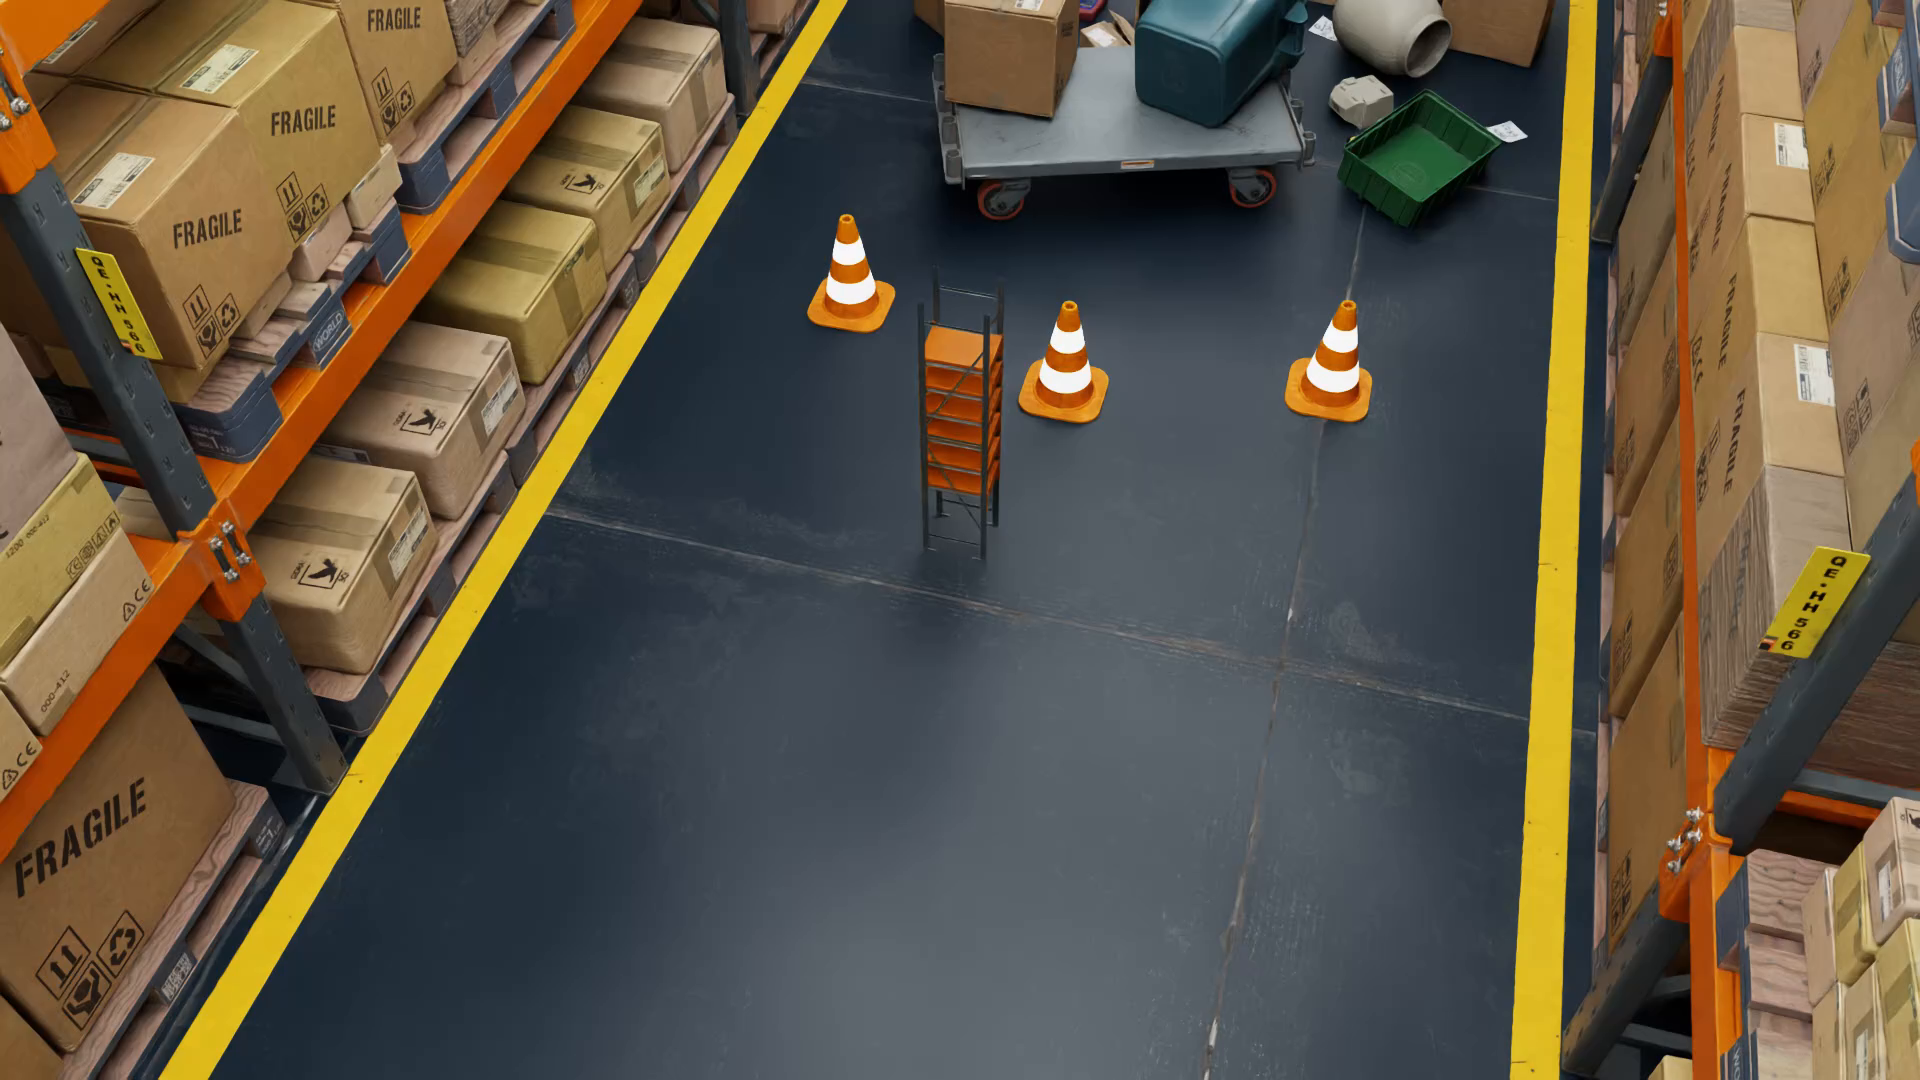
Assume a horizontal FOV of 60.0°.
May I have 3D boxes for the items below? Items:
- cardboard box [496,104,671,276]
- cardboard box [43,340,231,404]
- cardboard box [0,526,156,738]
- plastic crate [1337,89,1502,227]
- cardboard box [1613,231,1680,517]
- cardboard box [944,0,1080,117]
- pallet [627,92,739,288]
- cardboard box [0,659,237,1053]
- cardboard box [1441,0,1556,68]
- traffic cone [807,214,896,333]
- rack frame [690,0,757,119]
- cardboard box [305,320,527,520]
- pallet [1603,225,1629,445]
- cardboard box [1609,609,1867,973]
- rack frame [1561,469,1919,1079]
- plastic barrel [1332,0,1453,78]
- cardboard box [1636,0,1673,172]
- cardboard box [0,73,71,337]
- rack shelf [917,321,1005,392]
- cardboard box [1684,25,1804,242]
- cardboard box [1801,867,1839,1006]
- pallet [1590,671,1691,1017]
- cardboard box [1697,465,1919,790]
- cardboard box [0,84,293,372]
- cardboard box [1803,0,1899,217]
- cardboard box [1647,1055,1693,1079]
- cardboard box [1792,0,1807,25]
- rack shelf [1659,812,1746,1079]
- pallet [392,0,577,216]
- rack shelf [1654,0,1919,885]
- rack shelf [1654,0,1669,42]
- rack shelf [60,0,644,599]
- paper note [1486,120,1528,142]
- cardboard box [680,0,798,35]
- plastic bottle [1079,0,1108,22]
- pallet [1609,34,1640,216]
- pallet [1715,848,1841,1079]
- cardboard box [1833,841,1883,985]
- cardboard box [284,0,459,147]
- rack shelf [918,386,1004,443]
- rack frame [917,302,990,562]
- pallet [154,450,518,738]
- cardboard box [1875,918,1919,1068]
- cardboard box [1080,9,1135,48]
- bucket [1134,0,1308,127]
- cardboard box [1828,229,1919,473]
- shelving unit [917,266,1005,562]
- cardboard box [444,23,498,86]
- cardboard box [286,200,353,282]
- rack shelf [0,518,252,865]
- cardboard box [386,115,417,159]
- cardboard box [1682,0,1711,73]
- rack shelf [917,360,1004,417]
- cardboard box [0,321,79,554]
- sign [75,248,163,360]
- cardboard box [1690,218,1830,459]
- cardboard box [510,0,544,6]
[{"bbox_3d":[-1.811,-1.546,7.086,0.950,0.372,0.625,14,50,12],"label":"cardboard box"},{"bbox_3d":[-2.277,-0.538,4.611,0.380,0.149,0.250,9,49,8],"label":"cardboard box"},{"bbox_3d":[-2.425,0.183,4.188,0.500,0.250,0.500,10,49,9],"label":"cardboard box"},{"bbox_3d":[2.094,-1.746,7.627,0.662,0.188,0.450,-37,68,-28],"label":"plastic crate"},{"bbox_3d":[2.978,-0.504,5.914,1.050,0.750,0.750,12,50,10],"label":"cardboard box"},{"bbox_3d":[0.236,-2.271,7.416,0.500,0.500,0.500,12,50,10],"label":"cardboard box"},{"bbox_3d":[-1.693,-1.691,7.601,1.003,0.211,1.213,12,50,10],"label":"pallet"},{"bbox_3d":[-2.804,0.764,4.712,0.875,0.875,0.875,11,50,10],"label":"cardboard box"},{"bbox_3d":[2.731,-2.772,8.362,0.500,0.500,0.500,19,51,16],"label":"cardboard box"},{"bbox_3d":[-0.465,-1.164,6.969,0.336,0.463,0.334,12,50,10],"label":"traffic cone"},{"bbox_3d":[-1.489,-3.177,7.053,1.000,3.000,0.127,12,50,10],"label":"rack frame"},{"bbox_3d":[-2.197,-0.495,6.159,0.950,0.372,0.625,11,49,9],"label":"cardboard box"},{"bbox_3d":[3.182,-0.777,6.795,1.003,0.211,1.213,12,50,10],"label":"pallet"},{"bbox_3d":[2.507,0.803,4.761,1.050,0.750,0.750,11,49,10],"label":"cardboard box"},{"bbox_3d":[2.260,0.620,3.702,1.000,3.000,0.127,12,50,10],"label":"rack frame"},{"bbox_3d":[2.131,-2.544,8.213,0.421,0.421,0.512,-27,54,-22],"label":"plastic barrel"},{"bbox_3d":[3.546,-2.150,7.284,0.875,0.875,0.875,12,50,11],"label":"cardboard box"},{"bbox_3d":[-2.691,-0.938,4.532,0.500,0.500,0.500,10,49,9],"label":"cardboard box"},{"bbox_3d":[0.004,-0.616,5.573,0.258,0.103,0.180,12,50,10],"label":"rack shelf"},{"bbox_3d":[2.648,-1.252,5.288,0.500,0.500,0.500,11,50,10],"label":"cardboard box"},{"bbox_3d":[1.947,0.848,3.388,0.380,0.149,0.250,11,49,10],"label":"cardboard box"},{"bbox_3d":[2.540,0.987,5.238,1.003,0.211,1.213,12,50,10],"label":"pallet"},{"bbox_3d":[2.119,0.208,3.999,0.500,0.500,0.500,12,50,10],"label":"cardboard box"},{"bbox_3d":[-2.201,-0.834,4.440,0.500,0.500,0.500,10,49,9],"label":"cardboard box"},{"bbox_3d":[2.787,-1.174,4.552,0.700,0.500,0.500,11,50,10],"label":"cardboard box"},{"bbox_3d":[1.845,1.511,3.803,0.500,0.250,0.500,10,49,8],"label":"cardboard box"},{"bbox_3d":[3.054,-1.904,5.197,0.700,0.500,0.500,11,49,9],"label":"cardboard box"},{"bbox_3d":[1.733,2.305,2.695,1.077,0.370,4.000,12,50,10],"label":"rack shelf"},{"bbox_3d":[-2.061,-1.660,5.842,1.003,0.211,1.213,12,50,10],"label":"pallet"},{"bbox_3d":[2.786,-0.588,5.249,1.077,0.370,4.000,12,50,10],"label":"rack shelf"},{"bbox_3d":[3.839,-3.482,7.802,1.077,0.370,4.000,12,50,10],"label":"rack shelf"},{"bbox_3d":[-2.016,-1.492,6.046,1.077,0.370,4.000,12,50,10],"label":"rack shelf"},{"bbox_3d":[2.616,-1.956,7.955,0.147,0.020,0.142,-19,51,-16],"label":"paper note"},{"bbox_3d":[-1.074,-2.779,8.256,0.500,0.250,0.500,10,49,8],"label":"cardboard box"},{"bbox_3d":[0.659,-2.768,8.652,0.133,0.061,0.283,19,51,16],"label":"plastic bottle"},{"bbox_3d":[3.588,-1.885,7.773,1.003,0.211,1.213,12,50,10],"label":"pallet"},{"bbox_3d":[2.175,1.220,3.300,1.213,0.211,1.003,12,50,10],"label":"pallet"},{"bbox_3d":[1.939,0.776,3.254,0.380,0.149,0.250,14,50,12],"label":"cardboard box"},{"bbox_3d":[-1.937,-1.598,5.114,0.500,0.500,0.500,12,50,11],"label":"cardboard box"},{"bbox_3d":[0.004,-0.458,5.753,0.258,0.103,0.180,12,50,10],"label":"rack shelf"},{"bbox_3d":[-0.020,-0.341,5.751,0.240,1.200,0.006,12,50,10],"label":"rack frame"},{"bbox_3d":[-2.335,0.074,6.044,1.003,0.211,1.213,12,50,10],"label":"pallet"},{"bbox_3d":[1.883,0.858,2.982,0.380,0.149,0.250,10,49,9],"label":"cardboard box"},{"bbox_3d":[0.796,-2.438,8.225,0.258,0.266,0.396,-19,51,-16],"label":"cardboard box"},{"bbox_3d":[1.124,-2.246,7.401,0.726,0.611,0.620,28,64,22],"label":"bucket"},{"bbox_3d":[2.519,-0.433,3.898,0.700,0.500,0.500,11,49,9],"label":"cardboard box"},{"bbox_3d":[0.004,-0.407,5.809,0.258,1.200,0.189,12,50,10],"label":"shelving unit"},{"bbox_3d":[-1.805,-1.697,5.635,0.380,0.149,0.250,13,50,11],"label":"cardboard box"},{"bbox_3d":[-2.054,-0.925,4.953,0.380,0.149,0.250,9,49,8],"label":"cardboard box"},{"bbox_3d":[-3.069,1.401,3.493,1.077,0.370,4.000,12,50,10],"label":"rack shelf"},{"bbox_3d":[-1.974,-1.309,5.292,0.380,0.149,0.250,14,50,12],"label":"cardboard box"},{"bbox_3d":[2.915,-1.979,5.929,0.500,0.500,0.500,12,50,10],"label":"cardboard box"},{"bbox_3d":[0.004,-0.537,5.663,0.258,0.103,0.180,12,50,10],"label":"rack shelf"},{"bbox_3d":[-2.426,-0.222,3.712,0.500,0.500,0.500,10,49,9],"label":"cardboard box"},{"bbox_3d":[-2.006,-0.560,3.971,0.100,0.325,0.005,12,50,10],"label":"sign"},{"bbox_3d":[2.384,-0.514,4.636,0.500,0.500,0.500,11,49,9],"label":"cardboard box"},{"bbox_3d":[-1.641,-2.071,5.965,0.380,0.149,0.250,12,50,10],"label":"cardboard box"}]
